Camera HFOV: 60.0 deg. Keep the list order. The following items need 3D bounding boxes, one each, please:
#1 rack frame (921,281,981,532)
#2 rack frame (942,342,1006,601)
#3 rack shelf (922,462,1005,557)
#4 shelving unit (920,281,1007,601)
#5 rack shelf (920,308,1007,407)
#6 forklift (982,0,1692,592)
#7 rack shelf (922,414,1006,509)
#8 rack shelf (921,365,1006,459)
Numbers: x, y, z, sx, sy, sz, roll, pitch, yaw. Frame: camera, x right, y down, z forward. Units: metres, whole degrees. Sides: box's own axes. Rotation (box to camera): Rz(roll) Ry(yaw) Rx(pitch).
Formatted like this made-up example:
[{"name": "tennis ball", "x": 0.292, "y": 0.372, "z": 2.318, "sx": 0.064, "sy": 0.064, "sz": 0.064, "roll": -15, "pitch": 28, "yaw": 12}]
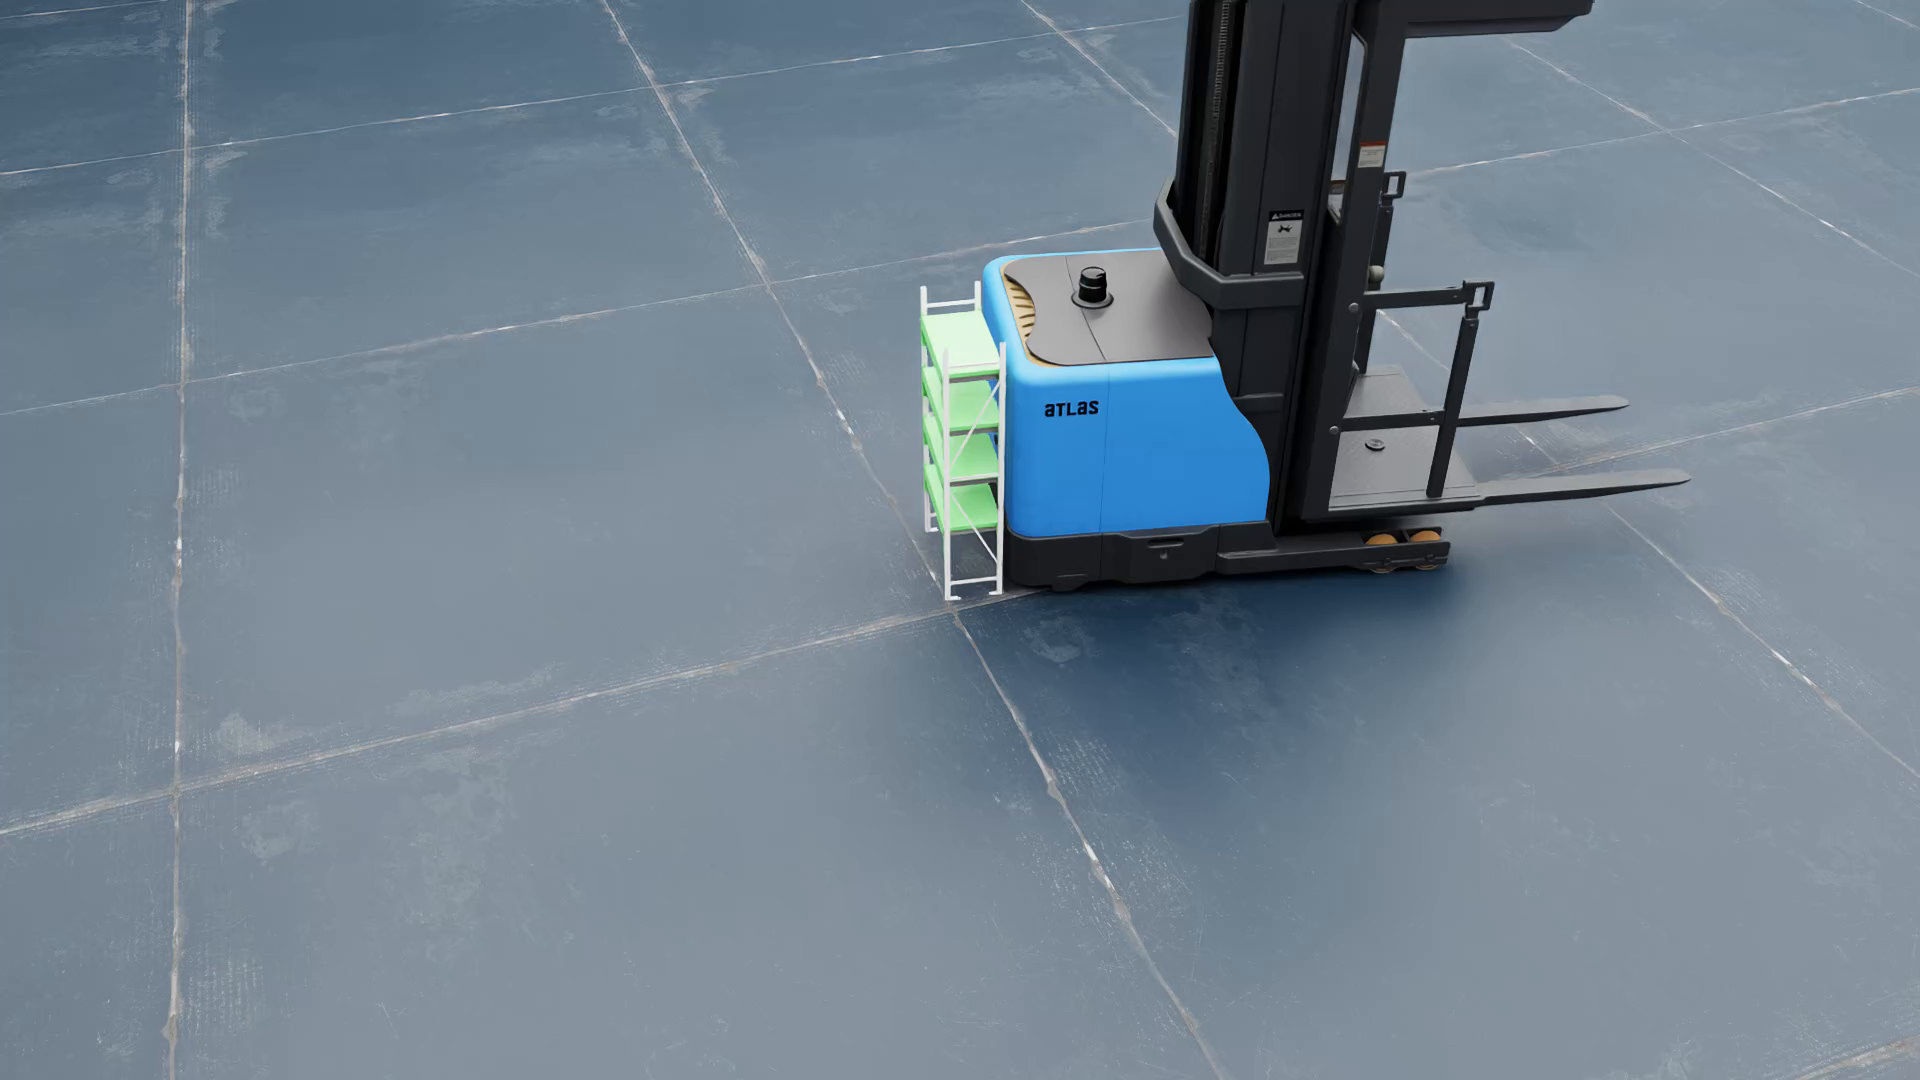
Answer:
[{"name": "rack frame", "x": -0.035, "y": -0.532, "z": 6.959, "sx": 0.240, "sy": 1.200, "sz": 0.015, "roll": -7, "pitch": 37, "yaw": -8}, {"name": "rack frame", "x": 0.055, "y": -0.245, "z": 6.575, "sx": 0.240, "sy": 1.200, "sz": 0.015, "roll": -7, "pitch": 37, "yaw": -8}, {"name": "rack shelf", "x": 0.011, "y": -0.145, "z": 6.949, "sx": 0.258, "sy": 0.148, "sz": 0.480, "roll": -7, "pitch": 37, "yaw": -8}, {"name": "shelving unit", "x": 0.010, "y": -0.388, "z": 6.767, "sx": 0.258, "sy": 1.200, "sz": 0.503, "roll": -7, "pitch": 37, "yaw": -8}, {"name": "rack shelf", "x": 0.009, "y": -0.721, "z": 6.517, "sx": 0.258, "sy": 0.148, "sz": 0.480, "roll": -7, "pitch": 37, "yaw": -8}, {"name": "forklift", "x": 1.640, "y": -1.342, "z": 6.595, "sx": 3.031, "sy": 2.935, "sz": 1.130, "roll": -4, "pitch": 37, "yaw": -6}, {"name": "rack shelf", "x": 0.010, "y": -0.337, "z": 6.805, "sx": 0.258, "sy": 0.148, "sz": 0.480, "roll": -7, "pitch": 37, "yaw": -8}, {"name": "rack shelf", "x": 0.010, "y": -0.529, "z": 6.661, "sx": 0.258, "sy": 0.148, "sz": 0.480, "roll": -7, "pitch": 37, "yaw": -8}]
